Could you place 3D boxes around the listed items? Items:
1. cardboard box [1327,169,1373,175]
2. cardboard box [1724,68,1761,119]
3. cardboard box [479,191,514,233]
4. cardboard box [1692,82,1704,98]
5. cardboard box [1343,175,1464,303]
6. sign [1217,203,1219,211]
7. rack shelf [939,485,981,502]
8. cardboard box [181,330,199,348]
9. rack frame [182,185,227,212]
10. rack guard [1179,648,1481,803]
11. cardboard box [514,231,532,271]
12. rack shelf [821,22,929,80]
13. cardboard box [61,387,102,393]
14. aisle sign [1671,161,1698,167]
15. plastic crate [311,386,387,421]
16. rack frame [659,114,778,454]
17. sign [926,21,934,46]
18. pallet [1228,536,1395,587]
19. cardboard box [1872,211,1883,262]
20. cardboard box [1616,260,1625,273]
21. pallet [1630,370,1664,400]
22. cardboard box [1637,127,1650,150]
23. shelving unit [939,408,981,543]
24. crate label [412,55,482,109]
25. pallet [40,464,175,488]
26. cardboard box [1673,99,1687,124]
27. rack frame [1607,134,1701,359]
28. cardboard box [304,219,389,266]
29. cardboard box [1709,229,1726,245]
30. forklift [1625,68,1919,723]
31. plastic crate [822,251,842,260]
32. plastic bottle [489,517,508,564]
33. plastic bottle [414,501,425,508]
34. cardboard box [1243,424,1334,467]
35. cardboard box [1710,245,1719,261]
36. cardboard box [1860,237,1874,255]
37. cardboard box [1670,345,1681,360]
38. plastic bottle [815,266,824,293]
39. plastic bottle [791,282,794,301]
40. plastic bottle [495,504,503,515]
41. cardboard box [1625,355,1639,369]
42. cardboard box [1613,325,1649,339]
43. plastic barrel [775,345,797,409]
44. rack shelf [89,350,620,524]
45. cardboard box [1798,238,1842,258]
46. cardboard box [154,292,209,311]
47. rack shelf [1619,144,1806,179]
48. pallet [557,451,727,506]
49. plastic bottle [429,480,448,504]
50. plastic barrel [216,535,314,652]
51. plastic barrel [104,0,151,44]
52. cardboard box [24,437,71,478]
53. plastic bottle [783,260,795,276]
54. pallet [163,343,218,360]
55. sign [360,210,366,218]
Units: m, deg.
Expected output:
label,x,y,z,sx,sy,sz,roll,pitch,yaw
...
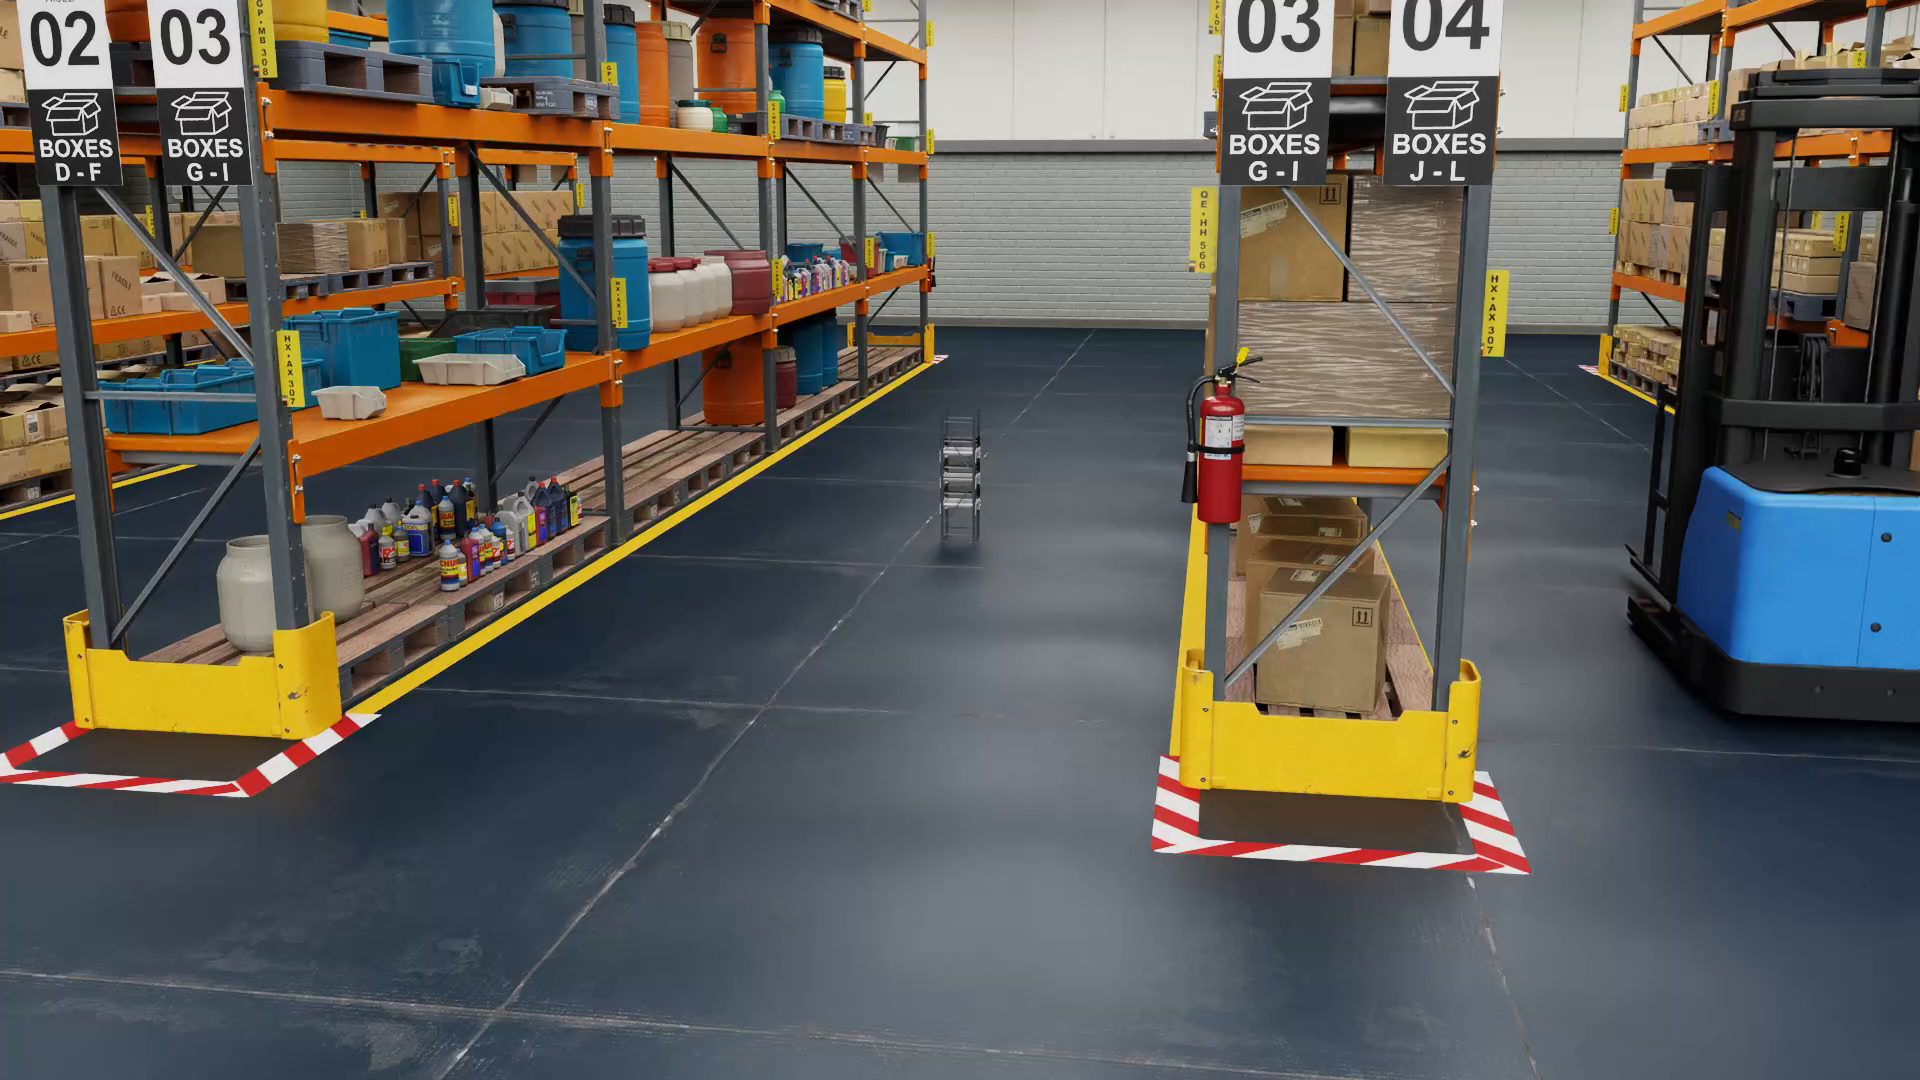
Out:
label,x,y,z,sx,sy,sz,roll,pitch,yaw
cardboard box,2.363,-1.947,10.989,1.000,1.000,1.000,2,12,9
cardboard box,8.051,-4.417,16.514,0.700,0.500,0.500,2,12,9
cardboard box,-5.946,-4.116,20.862,0.500,0.500,0.500,2,12,7
cardboard box,8.023,-4.785,17.681,0.380,0.149,0.250,2,12,9
cardboard box,1.841,-1.244,6.829,0.500,0.500,0.500,2,12,9
sign,2.169,-2.704,14.172,0.100,0.325,0.005,2,12,9
rack shelf,0.001,-0.321,11.432,0.258,0.077,0.200,2,12,9
cardboard box,-10.898,-2.893,22.734,0.700,0.500,0.500,1,12,7
rack frame,-10.735,-4.267,24.175,1.000,3.000,0.127,2,12,9
rack guard,1.499,0.751,6.823,1.175,0.500,0.348,2,12,9
cardboard box,-5.876,-3.738,21.480,0.500,0.500,0.500,2,12,8
rack shelf,-1.254,-5.916,20.240,1.077,0.370,4.000,2,12,9
cardboard box,-7.141,-1.143,13.876,0.500,0.311,0.500,2,12,10
aisle sign,9.141,-4.881,20.849,0.394,0.787,0.004,2,12,9
plastic crate,-2.951,-0.663,8.075,0.298,0.136,0.250,2,12,9
rack frame,-2.176,-2.281,14.958,1.000,3.000,0.127,2,12,9
sign,-0.400,-6.707,22.020,0.100,0.325,0.005,2,12,9
pallet,2.034,0.216,9.990,1.003,0.211,1.213,2,12,9
cardboard box,7.524,-2.383,12.822,0.700,0.500,0.500,2,12,8
cardboard box,8.460,-3.425,20.860,0.380,0.149,0.250,2,12,8
pallet,8.472,-1.804,19.364,1.003,0.211,1.213,2,12,9
cardboard box,8.426,-4.803,19.894,0.500,0.250,0.500,2,12,10
shelving unit,0.001,-0.442,11.406,0.258,0.900,0.210,2,12,9
crate label,-2.792,-2.388,8.689,0.502,0.251,0.408,2,12,9
pallet,-7.425,-0.656,14.036,1.003,0.211,1.213,2,12,9
cardboard box,8.205,-4.730,18.370,0.500,0.250,0.500,2,12,11
rack frame,8.833,-3.604,21.098,1.000,3.000,0.127,2,12,9
cardboard box,-6.792,-3.293,18.418,0.700,0.500,0.500,4,13,18
cardboard box,7.666,-3.020,16.572,0.380,0.149,0.250,2,12,10
forklift,4.231,-0.874,8.590,1.130,2.935,3.031,2,12,9
plastic crate,-1.558,-3.517,20.946,0.416,0.233,0.300,2,12,9
plastic bottle,-2.721,0.001,9.800,0.097,0.271,0.097,0,12,0
plastic bottle,-3.340,-0.104,10.288,0.097,0.271,0.097,0,12,0
cardboard box,1.327,-0.399,6.819,0.380,0.149,0.250,2,12,9
cardboard box,7.626,-2.825,16.373,0.380,0.149,0.250,2,12,10
cardboard box,7.946,-2.509,14.203,0.380,0.149,0.250,2,12,8
cardboard box,8.047,-2.063,18.304,0.380,0.149,0.250,2,12,8
plastic bottle,-1.493,-2.703,17.212,0.152,0.276,0.135,2,12,9
plastic bottle,-1.654,-2.411,16.032,0.097,0.201,0.097,0,12,0
plastic bottle,-2.790,-0.083,10.162,0.061,0.283,0.133,2,12,9
cardboard box,8.298,-2.158,20.159,0.380,0.149,0.250,2,12,9
cardboard box,8.417,-2.609,20.836,0.380,0.149,0.250,1,12,6
plastic barrel,-1.944,-1.645,16.734,0.600,0.588,0.708,2,12,9
rack shelf,-3.099,-0.680,9.238,1.077,0.370,4.000,2,12,9
cardboard box,7.225,-2.429,13.832,0.380,0.149,0.250,1,12,6
cardboard box,-6.936,-2.123,14.823,0.380,0.149,0.250,2,12,9
rack shelf,8.526,-4.303,18.926,1.077,0.370,4.000,2,12,9
pallet,-2.524,-0.505,13.334,1.003,0.211,1.213,2,12,9
plastic bottle,-3.326,-0.214,10.610,0.144,0.351,0.185,2,12,10
plastic barrel,-3.381,0.256,8.096,0.421,0.512,0.421,0,12,0
plastic barrel,-3.458,-2.603,7.314,0.600,0.830,0.708,2,12,9
cardboard box,-7.299,-0.653,12.934,0.500,0.250,0.500,2,12,10
plastic bottle,-1.720,-2.635,16.719,0.144,0.351,0.185,2,12,9
pallet,-10.781,-2.735,23.685,1.003,0.211,1.213,2,12,9
sign,-6.992,-3.714,19.553,0.100,0.325,0.005,2,12,9
